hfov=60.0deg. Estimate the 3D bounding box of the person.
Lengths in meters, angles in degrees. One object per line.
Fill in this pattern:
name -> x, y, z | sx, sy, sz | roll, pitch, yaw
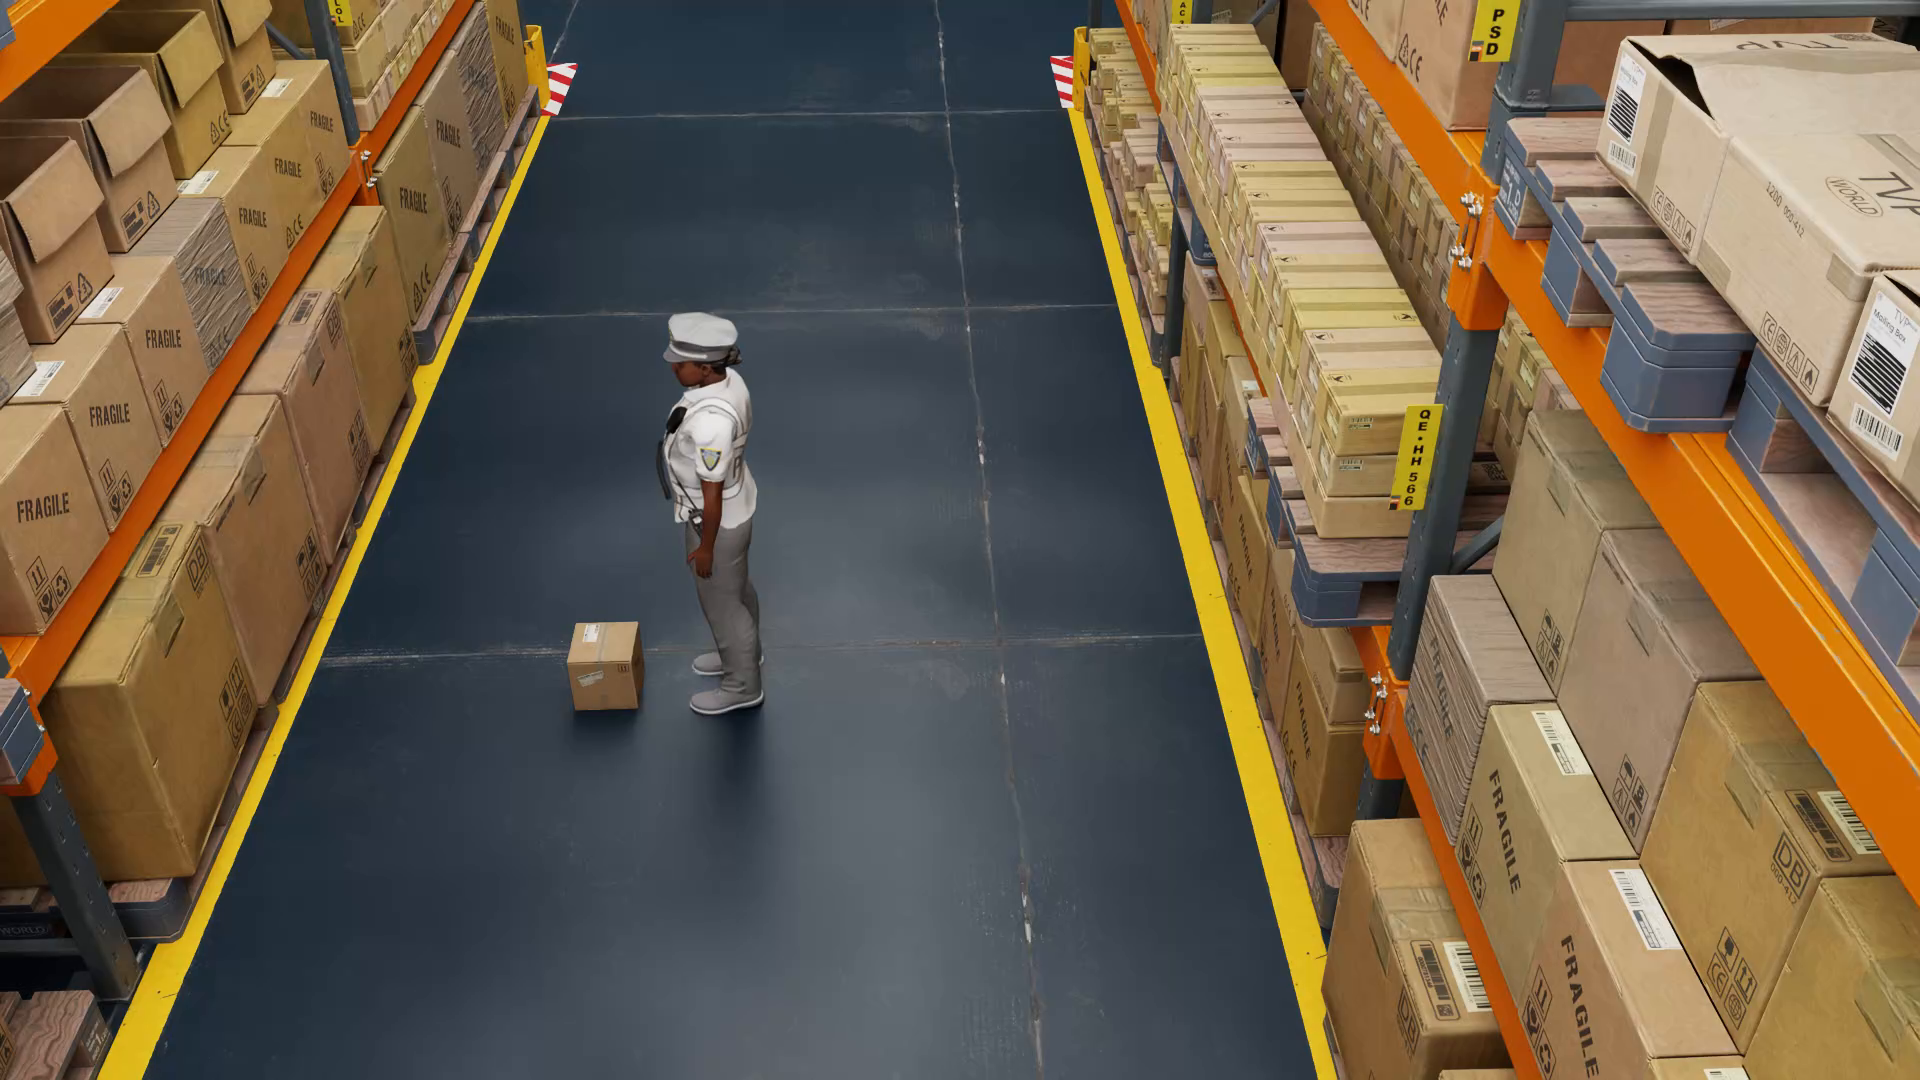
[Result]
person -> -0.926, -0.076, 6.251 | 0.344, 1.678, 0.442 | -1, 35, -1
